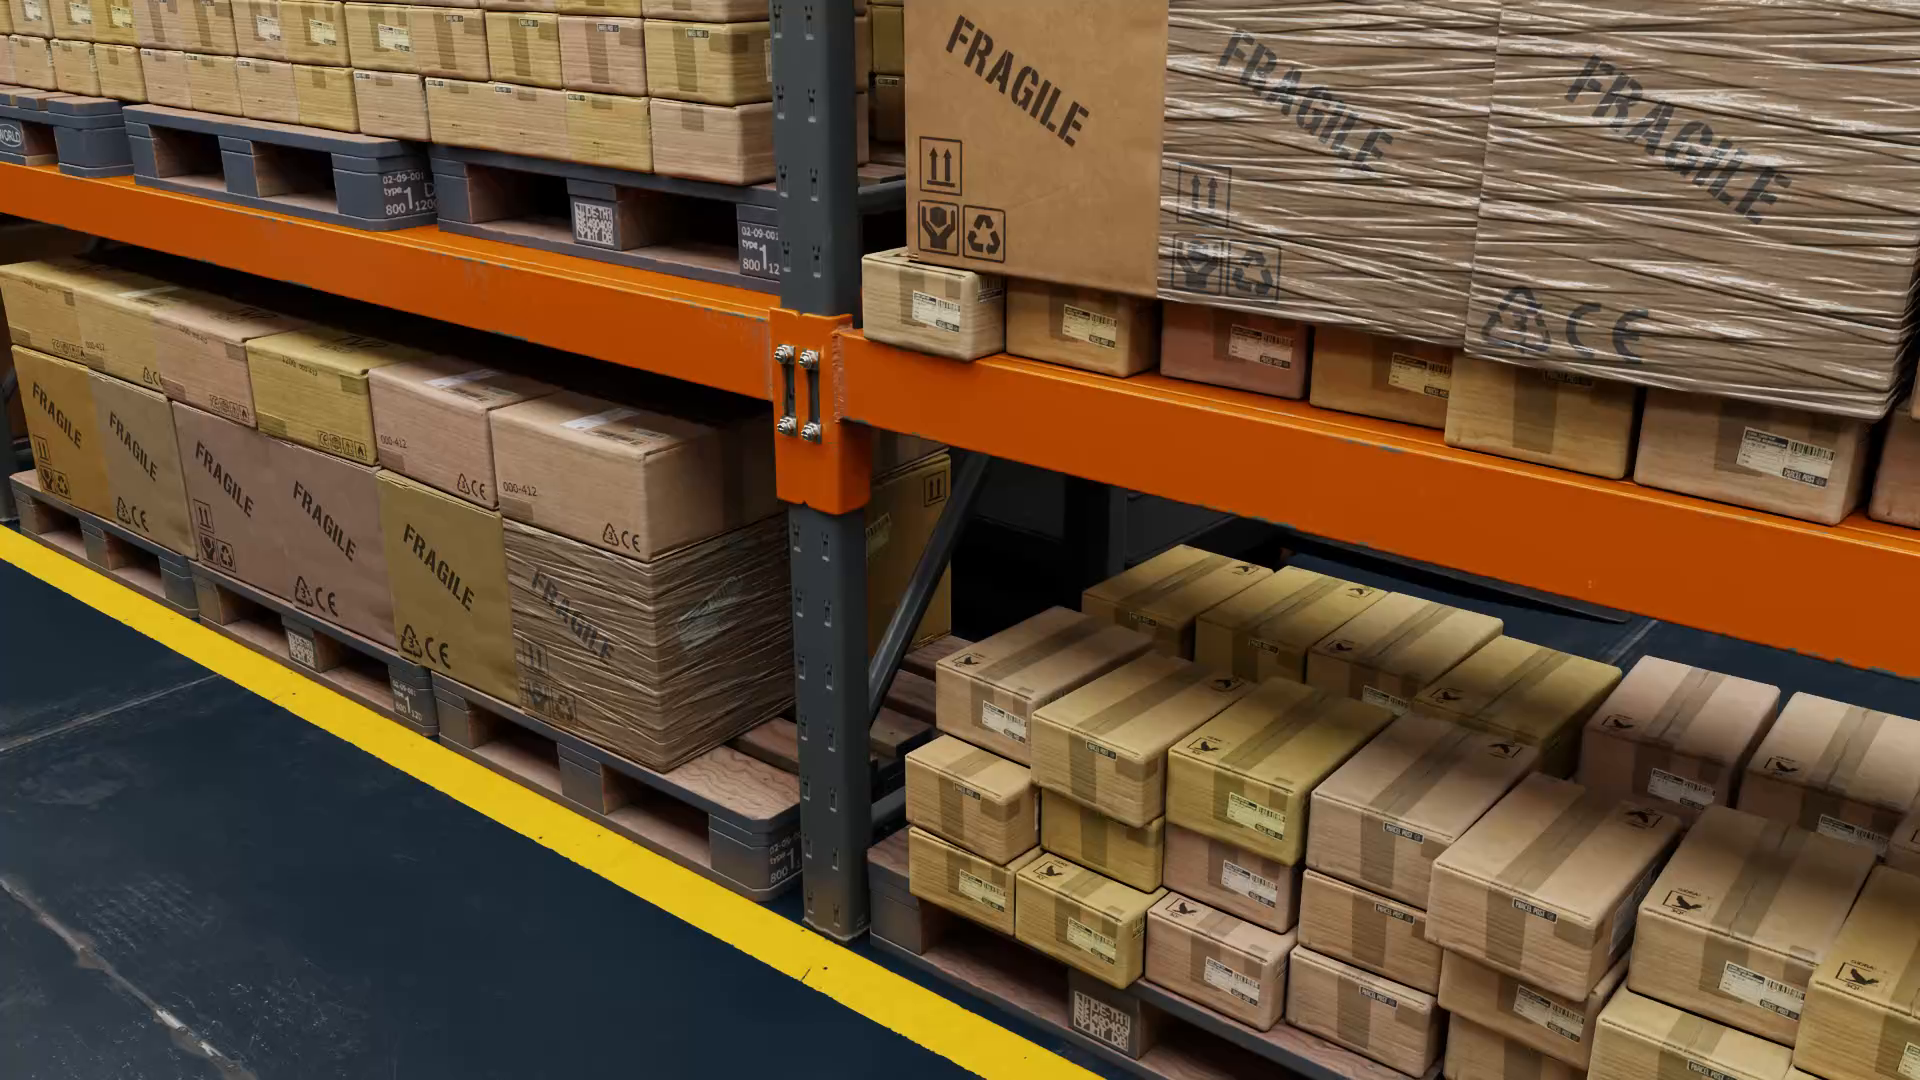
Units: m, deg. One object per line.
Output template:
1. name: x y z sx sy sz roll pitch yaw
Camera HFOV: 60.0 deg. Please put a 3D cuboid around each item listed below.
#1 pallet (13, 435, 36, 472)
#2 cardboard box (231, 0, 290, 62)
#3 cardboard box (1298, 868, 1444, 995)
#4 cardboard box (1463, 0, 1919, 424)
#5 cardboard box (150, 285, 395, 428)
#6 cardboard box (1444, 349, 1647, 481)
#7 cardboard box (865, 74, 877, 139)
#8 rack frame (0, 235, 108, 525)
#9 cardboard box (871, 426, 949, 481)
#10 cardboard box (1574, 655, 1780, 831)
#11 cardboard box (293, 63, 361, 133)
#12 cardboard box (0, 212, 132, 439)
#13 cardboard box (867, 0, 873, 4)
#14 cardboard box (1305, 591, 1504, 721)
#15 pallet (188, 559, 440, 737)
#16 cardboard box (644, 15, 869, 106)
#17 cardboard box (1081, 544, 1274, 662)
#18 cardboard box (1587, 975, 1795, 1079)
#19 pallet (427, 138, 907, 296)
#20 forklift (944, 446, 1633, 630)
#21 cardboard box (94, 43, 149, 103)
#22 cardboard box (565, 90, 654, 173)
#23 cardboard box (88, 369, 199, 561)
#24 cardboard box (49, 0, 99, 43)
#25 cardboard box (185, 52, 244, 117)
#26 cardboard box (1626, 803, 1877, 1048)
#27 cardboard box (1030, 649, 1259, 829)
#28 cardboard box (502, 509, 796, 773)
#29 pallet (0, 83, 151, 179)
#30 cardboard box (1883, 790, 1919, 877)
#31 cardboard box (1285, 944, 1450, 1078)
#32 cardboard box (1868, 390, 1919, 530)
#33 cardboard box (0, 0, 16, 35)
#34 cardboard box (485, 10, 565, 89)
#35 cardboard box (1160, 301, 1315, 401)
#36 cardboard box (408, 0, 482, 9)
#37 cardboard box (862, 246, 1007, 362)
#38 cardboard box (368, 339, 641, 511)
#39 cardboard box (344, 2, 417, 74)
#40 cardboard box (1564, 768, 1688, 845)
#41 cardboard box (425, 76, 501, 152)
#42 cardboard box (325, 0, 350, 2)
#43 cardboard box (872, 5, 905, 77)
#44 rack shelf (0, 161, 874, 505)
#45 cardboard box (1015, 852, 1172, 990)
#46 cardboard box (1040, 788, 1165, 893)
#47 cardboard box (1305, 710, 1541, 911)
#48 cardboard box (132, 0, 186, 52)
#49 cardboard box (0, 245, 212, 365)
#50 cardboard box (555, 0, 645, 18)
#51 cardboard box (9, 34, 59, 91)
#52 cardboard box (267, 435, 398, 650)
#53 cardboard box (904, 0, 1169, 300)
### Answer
1. pallet: -3.629 -0.496 6.685 1.213 0.211 1.003 16 26 36
2. cardboard box: -1.609 -1.314 4.241 0.250 0.149 0.380 17 27 38
3. cardboard box: 0.783 0.592 2.871 0.250 0.149 0.380 15 25 34
4. cardboard box: 1.012 -0.488 2.148 0.500 0.500 0.500 15 26 35
5. cardboard box: -1.917 -0.535 4.722 0.500 0.250 0.500 16 26 37
6. cardboard box: 0.893 -0.223 2.365 0.250 0.149 0.380 17 26 37
7. cardboard box: -0.200 -1.065 4.002 0.250 0.149 0.380 17 26 37
8. rack frame: -3.066 -1.605 5.672 0.127 3.000 1.000 16 26 36
9. cardboard box: -0.373 -0.327 4.169 0.500 0.250 0.500 15 25 34
10. cardboard box: 1.313 0.369 3.040 0.250 0.149 0.380 15 25 34
11. cardboard box: -1.412 -1.116 4.136 0.250 0.149 0.380 17 27 39
12. cardboard box: -3.481 -0.909 6.421 0.750 0.750 1.050 16 26 36
13. cardboard box: -0.202 -1.344 3.898 0.250 0.149 0.380 17 26 38
14. cardboard box: 0.893 0.255 3.344 0.250 0.149 0.380 16 26 36
15. pallet: -1.521 0.147 4.979 1.213 0.211 1.003 16 26 36
16. cardboard box: -0.401 -0.965 3.316 0.250 0.149 0.380 17 27 38
17. cardboard box: 0.473 0.155 3.608 0.250 0.149 0.380 17 27 38
18. cardboard box: 1.136 0.733 2.496 0.250 0.149 0.380 16 26 36
19. pallet: -0.468 -0.833 3.897 1.213 0.211 1.003 16 26 36
20. forklift: 0.466 -1.223 4.759 3.031 2.935 1.130 17 27 38
21. cardboard box: -2.220 -1.349 4.755 0.250 0.149 0.380 18 27 39
22. cardboard box: -0.602 -0.883 3.521 0.250 0.149 0.380 16 26 37
23. cardboard box: -2.288 -0.293 5.141 0.500 0.500 0.500 16 26 37
24. cardboard box: -2.399 -1.542 4.844 0.250 0.149 0.380 15 25 35
25. cardboard box: -1.819 -1.233 4.449 0.250 0.149 0.380 16 26 37
26. cardboard box: 1.197 0.570 2.507 0.250 0.149 0.380 15 25 34
27. cardboard box: 0.344 0.358 3.070 0.250 0.149 0.380 18 27 39
28. cardboard box: -0.700 0.165 3.928 0.500 0.500 0.500 15 26 35
29. pallet: -2.447 -1.385 5.362 1.003 0.211 1.213 16 26 36
30. cardboard box: 1.653 0.511 2.663 0.250 0.149 0.380 16 26 36
31. cardboard box: 0.771 0.738 2.906 0.250 0.149 0.380 15 26 35
32. cardboard box: 1.333 -0.114 2.077 0.250 0.149 0.380 17 27 38
33. cardboard box: -2.819 -1.660 5.159 0.250 0.149 0.380 18 27 39
34. cardboard box: -0.796 -1.080 3.620 0.250 0.149 0.380 17 27 39
35. cardboard box: 0.532 -0.360 2.727 0.250 0.149 0.380 15 25 34
36. cardboard box: -1.013 -1.282 3.735 0.250 0.149 0.380 16 26 36
37. cardboard box: 0.045 -0.442 2.945 0.250 0.149 0.380 17 27 38
38. cardboard box: -1.094 -0.305 4.112 0.500 0.250 0.500 18 27 39
39. cardboard box: -1.211 -1.198 3.933 0.250 0.149 0.380 14 25 34
40. cardboard box: 1.256 0.516 3.074 0.250 0.149 0.380 17 26 38
41. cardboard box: -0.988 -0.996 3.818 0.250 0.149 0.380 15 25 34
42. cardboard box: -1.411 -1.397 4.039 0.250 0.149 0.380 15 25 34
43. cardboard box: 0.018 -1.144 3.790 0.250 0.149 0.380 17 26 37
44. rack shelf: -1.517 -0.822 4.616 4.000 0.370 1.077 16 26 36
45. cardboard box: 0.318 0.654 3.129 0.250 0.149 0.380 17 27 38
46. cardboard box: 0.364 0.486 3.151 0.250 0.149 0.380 16 26 37
47. cardboard box: 0.788 0.453 2.818 0.250 0.149 0.380 15 25 35
48. cardboard box: -2.010 -1.430 4.547 0.250 0.149 0.380 16 26 36
49. cardboard box: -2.685 -0.762 5.324 0.500 0.250 0.500 15 25 34
50. cardboard box: -0.611 -1.166 3.426 0.250 0.149 0.380 15 25 35
51. cardboard box: -2.640 -1.469 5.073 0.250 0.149 0.380 18 27 39
52. cardboard box: -1.492 -0.066 4.539 0.500 0.500 0.500 15 26 35
53. cardboard box: 0.257 -0.719 2.760 0.500 0.500 0.500 16 26 35
